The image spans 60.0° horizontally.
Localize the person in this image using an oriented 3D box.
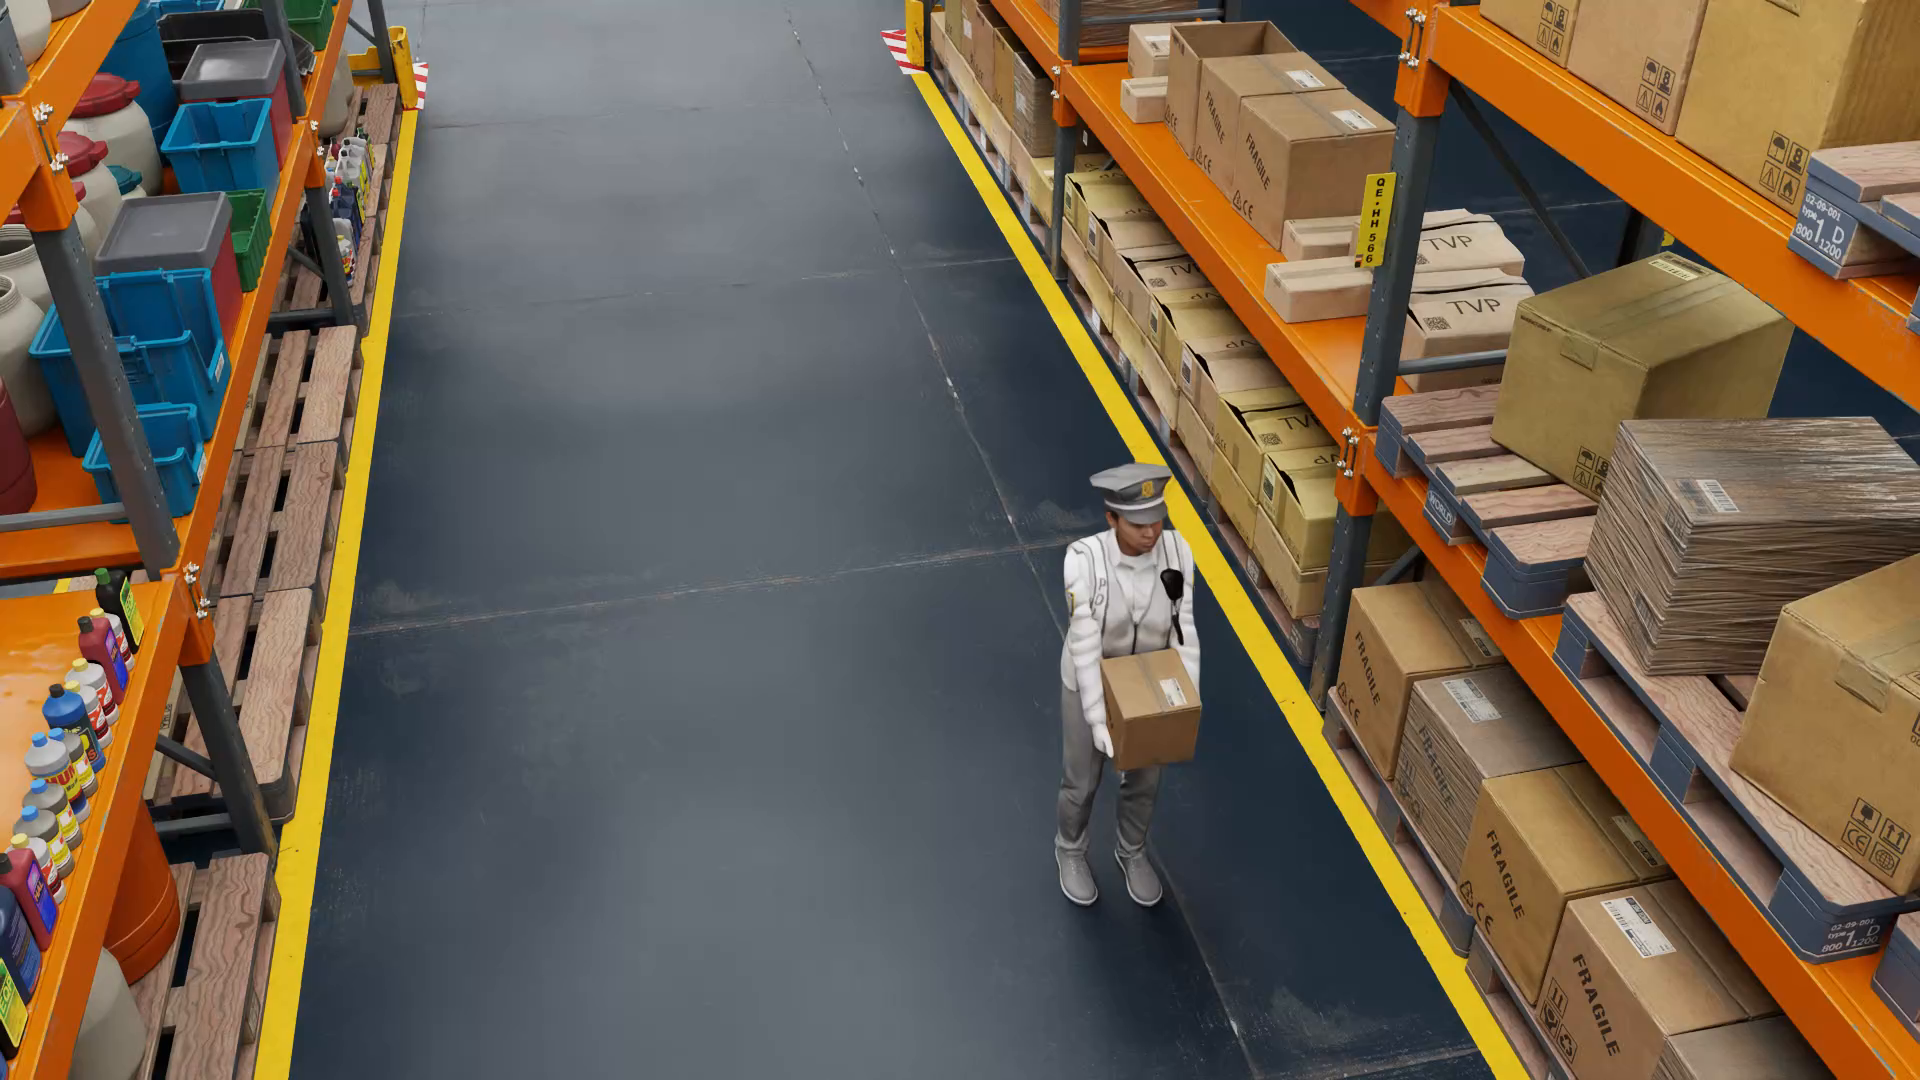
[{"bbox_3d":[0.536,0.514,5.378,0.453,1.691,0.534,-7,35,-10],"label":"person"}]
